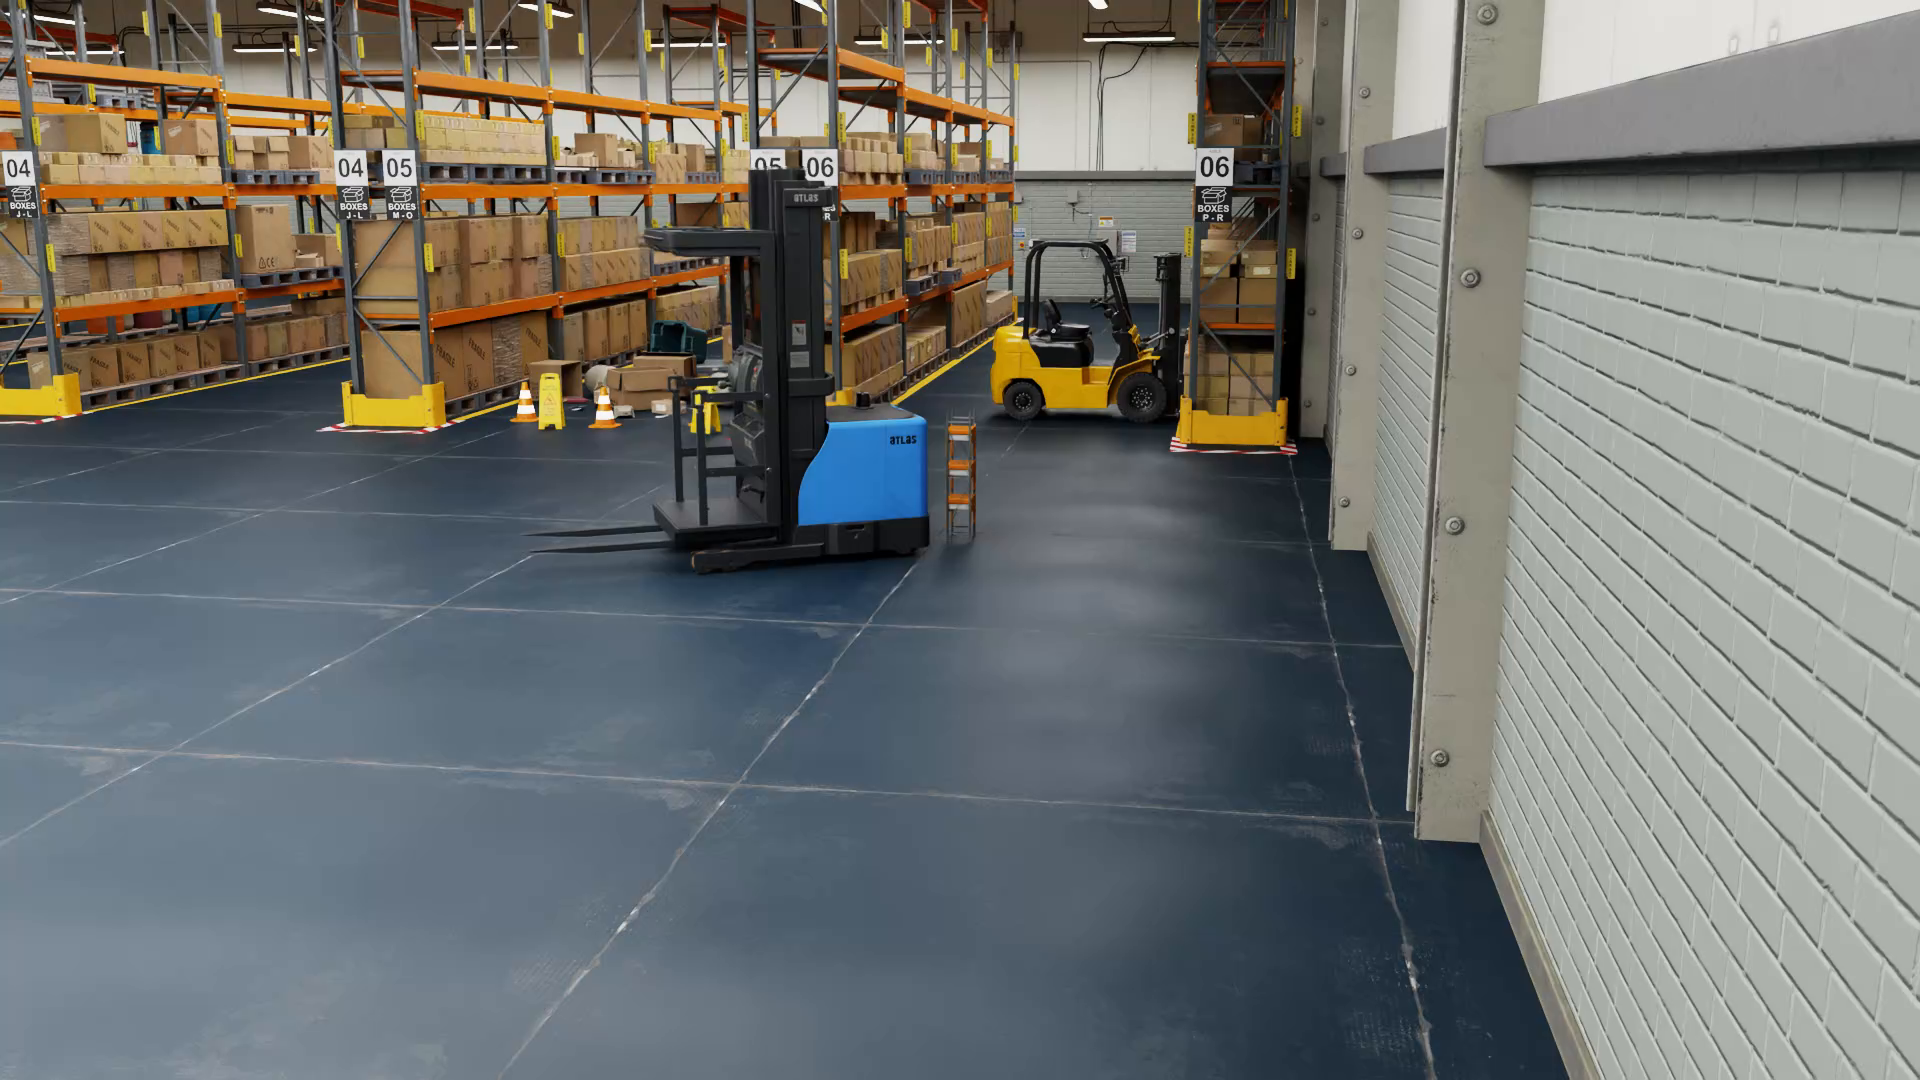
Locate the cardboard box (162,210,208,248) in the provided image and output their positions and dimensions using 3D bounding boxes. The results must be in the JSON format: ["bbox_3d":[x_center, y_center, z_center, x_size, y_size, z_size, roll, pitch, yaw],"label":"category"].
[{"bbox_3d":[-10.909,-4.352,23.252,0.500,0.500,0.500,2,12,9],"label":"cardboard box"}]

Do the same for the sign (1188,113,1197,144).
[{"bbox_3d":[2.512,-4.443,17.956,0.100,0.325,0.005,2,12,9],"label":"sign"}]

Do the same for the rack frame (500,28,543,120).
[{"bbox_3d":[-9.190,-9.307,35.318,1.000,3.000,0.127,2,12,9],"label":"rack frame"}]

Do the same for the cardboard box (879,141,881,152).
[{"bbox_3d":[-1.210,-4.943,20.893,0.380,0.149,0.250,2,12,9],"label":"cardboard box"}]

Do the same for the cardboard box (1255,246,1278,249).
[{"bbox_3d":[3.615,-3.404,19.683,0.380,0.149,0.250,2,12,7],"label":"cardboard box"}]

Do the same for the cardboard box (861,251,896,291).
[{"bbox_3d":[-1.139,-3.541,21.862,0.500,0.500,0.500,2,12,11],"label":"cardboard box"}]

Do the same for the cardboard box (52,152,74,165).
[{"bbox_3d":[-11.245,-4.732,20.620,0.380,0.149,0.250,2,12,10],"label":"cardboard box"}]

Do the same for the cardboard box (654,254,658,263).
[{"bbox_3d":[-5.267,-4.696,27.763,0.380,0.149,0.250,2,12,8],"label":"cardboard box"}]

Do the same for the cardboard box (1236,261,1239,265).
[{"bbox_3d":[3.993,-3.663,22.541,0.500,0.250,0.500,2,12,8],"label":"cardboard box"}]

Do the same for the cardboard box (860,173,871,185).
[{"bbox_3d":[-1.292,-4.393,20.236,0.380,0.149,0.250,2,12,9],"label":"cardboard box"}]

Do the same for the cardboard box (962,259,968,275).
[{"bbox_3d":[-0.157,-4.624,28.188,0.500,0.250,0.500,2,12,11],"label":"cardboard box"}]

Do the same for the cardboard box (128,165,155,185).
[{"bbox_3d":[-11.093,-4.847,22.102,0.500,0.250,0.500,2,12,10],"label":"cardboard box"}]

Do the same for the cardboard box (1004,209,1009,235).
[{"bbox_3d":[0.711,-6.373,33.333,0.500,0.500,0.500,2,12,9],"label":"cardboard box"}]

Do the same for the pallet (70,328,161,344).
[{"bbox_3d":[-15.235,-3.671,30.029,1.003,0.211,1.213,2,12,9],"label":"pallet"}]

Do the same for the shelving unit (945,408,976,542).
[{"bbox_3d":[0.008,-0.524,13.434,0.215,1.050,0.252,2,12,9],"label":"shelving unit"}]

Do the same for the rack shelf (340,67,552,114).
[{"bbox_3d":[-6.458,-5.663,21.069,1.077,0.370,4.000,2,12,9],"label":"rack shelf"}]

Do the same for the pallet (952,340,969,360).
[{"bbox_3d":[-0.433,-3.186,27.776,1.003,0.211,1.213,2,12,9],"label":"pallet"}]

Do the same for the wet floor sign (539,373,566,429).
[{"bbox_3d":[-4.814,-1.641,19.574,0.267,0.644,0.232,0,12,-1],"label":"wet floor sign"}]

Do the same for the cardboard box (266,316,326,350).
[{"bbox_3d":[-10.657,-3.328,26.703,0.700,0.500,0.500,3,13,13],"label":"cardboard box"}]

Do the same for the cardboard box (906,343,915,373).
[{"bbox_3d":[-1.166,-2.585,23.608,0.950,0.372,0.625,2,12,9],"label":"cardboard box"}]

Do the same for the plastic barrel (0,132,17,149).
[{"bbox_3d":[-15.756,-6.245,27.213,0.600,0.830,0.708,2,12,9],"label":"plastic barrel"}]

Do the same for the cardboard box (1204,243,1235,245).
[{"bbox_3d":[3.199,-3.579,20.496,0.380,0.149,0.250,2,12,8],"label":"cardboard box"}]

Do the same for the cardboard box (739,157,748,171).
[{"bbox_3d":[-4.437,-7.297,32.283,0.500,0.250,0.500,2,12,10],"label":"cardboard box"}]

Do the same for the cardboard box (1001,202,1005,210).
[{"bbox_3d":[0.693,-6.665,33.151,0.380,0.149,0.250,2,12,10],"label":"cardboard box"}]

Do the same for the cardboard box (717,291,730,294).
[{"bbox_3d":[-4.819,-4.975,33.818,0.380,0.149,0.250,2,12,11],"label":"cardboard box"}]

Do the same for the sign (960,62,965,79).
[{"bbox_3d":[0.054,-9.539,33.802,0.100,0.325,0.005,2,12,9],"label":"sign"}]

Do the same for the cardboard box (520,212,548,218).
[{"bbox_3d":[-9.006,-6.703,35.345,0.500,0.500,0.500,2,12,9],"label":"cardboard box"}]

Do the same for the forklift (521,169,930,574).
[{"bbox_3d":[-1.811,-1.308,12.605,3.031,2.935,1.130,-4,13,-19],"label":"forklift"}]

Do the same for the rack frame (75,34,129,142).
[{"bbox_3d":[-18.978,-9.628,36.811,1.000,3.000,0.127,2,12,9],"label":"rack frame"}]

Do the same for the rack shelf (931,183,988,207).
[{"bbox_3d":[-0.321,-5.919,28.424,1.077,0.370,4.000,2,12,9],"label":"rack shelf"}]

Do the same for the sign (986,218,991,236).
[{"bbox_3d":[0.524,-5.732,30.410,0.100,0.325,0.005,2,12,9],"label":"sign"}]

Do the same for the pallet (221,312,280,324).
[{"bbox_3d":[-14.625,-4.493,33.841,1.003,0.211,1.213,2,12,9],"label":"pallet"}]

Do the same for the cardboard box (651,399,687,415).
[{"bbox_3d":[-3.654,-1.667,20.874,0.380,0.149,0.250,10,15,38],"label":"cardboard box"}]

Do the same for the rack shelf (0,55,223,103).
[{"bbox_3d":[-11.344,-6.039,21.871,1.077,0.370,4.000,2,12,9],"label":"rack shelf"}]

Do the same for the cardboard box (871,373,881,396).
[{"bbox_3d":[-1.304,-1.962,21.009,0.500,0.250,0.500,3,12,12],"label":"cardboard box"}]

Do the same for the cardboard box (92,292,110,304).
[{"bbox_3d":[-11.243,-3.128,21.483,0.380,0.149,0.250,2,12,9],"label":"cardboard box"}]

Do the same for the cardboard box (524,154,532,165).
[{"bbox_3d":[-5.967,-5.099,22.278,0.380,0.149,0.250,2,12,10],"label":"cardboard box"}]

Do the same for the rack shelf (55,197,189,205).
[{"bbox_3d":[-15.007,-6.400,30.659,1.077,0.370,4.000,2,12,9],"label":"rack shelf"}]

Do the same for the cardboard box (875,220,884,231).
[{"bbox_3d":[-1.303,-4.519,23.862,0.380,0.149,0.250,2,12,7],"label":"cardboard box"}]

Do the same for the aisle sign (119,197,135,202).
[{"bbox_3d":[-18.665,-7.971,37.189,0.394,0.787,0.004,2,12,9],"label":"aisle sign"}]

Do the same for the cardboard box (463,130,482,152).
[{"bbox_3d":[-6.284,-4.957,20.671,0.500,0.250,0.500,2,12,8],"label":"cardboard box"}]

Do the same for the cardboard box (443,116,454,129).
[{"bbox_3d":[-6.321,-5.014,19.987,0.380,0.149,0.250,2,12,8],"label":"cardboard box"}]

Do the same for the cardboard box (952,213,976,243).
[{"bbox_3d":[-0.004,-5.444,29.023,0.500,0.500,0.500,2,12,10],"label":"cardboard box"}]

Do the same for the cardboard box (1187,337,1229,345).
[{"bbox_3d":[3.035,-2.335,20.366,0.500,0.250,0.500,2,12,8],"label":"cardboard box"}]

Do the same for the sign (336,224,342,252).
[{"bbox_3d":[-7.300,-3.564,19.600,0.100,0.325,0.005,2,12,9],"label":"sign"}]

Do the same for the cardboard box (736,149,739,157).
[{"bbox_3d":[-4.474,-7.461,32.098,0.380,0.149,0.250,1,12,7],"label":"cardboard box"}]

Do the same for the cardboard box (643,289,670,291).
[{"bbox_3d":[-5.457,-4.347,29.702,0.500,0.250,0.500,2,12,11],"label":"cardboard box"}]

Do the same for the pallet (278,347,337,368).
[{"bbox_3d":[-10.732,-2.930,26.587,1.003,0.211,1.213,2,12,9],"label":"pallet"}]

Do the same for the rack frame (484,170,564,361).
[{"bbox_3d":[-6.151,-3.694,23.515,1.000,3.000,0.127,2,12,9],"label":"rack frame"}]

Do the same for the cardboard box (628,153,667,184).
[{"bbox_3d":[-5.185,-6.152,27.564,0.500,0.500,0.500,2,12,9],"label":"cardboard box"}]

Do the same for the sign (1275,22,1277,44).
[{"bbox_3d":[4.825,-7.677,25.163,0.100,0.325,0.005,2,12,9],"label":"sign"}]

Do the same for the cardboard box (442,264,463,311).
[{"bbox_3d":[-6.690,-3.129,20.536,0.875,0.550,0.550,2,12,9],"label":"cardboard box"}]

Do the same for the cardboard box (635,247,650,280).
[{"bbox_3d":[-5.339,-4.473,26.893,0.500,0.500,0.500,2,12,9],"label":"cardboard box"}]
